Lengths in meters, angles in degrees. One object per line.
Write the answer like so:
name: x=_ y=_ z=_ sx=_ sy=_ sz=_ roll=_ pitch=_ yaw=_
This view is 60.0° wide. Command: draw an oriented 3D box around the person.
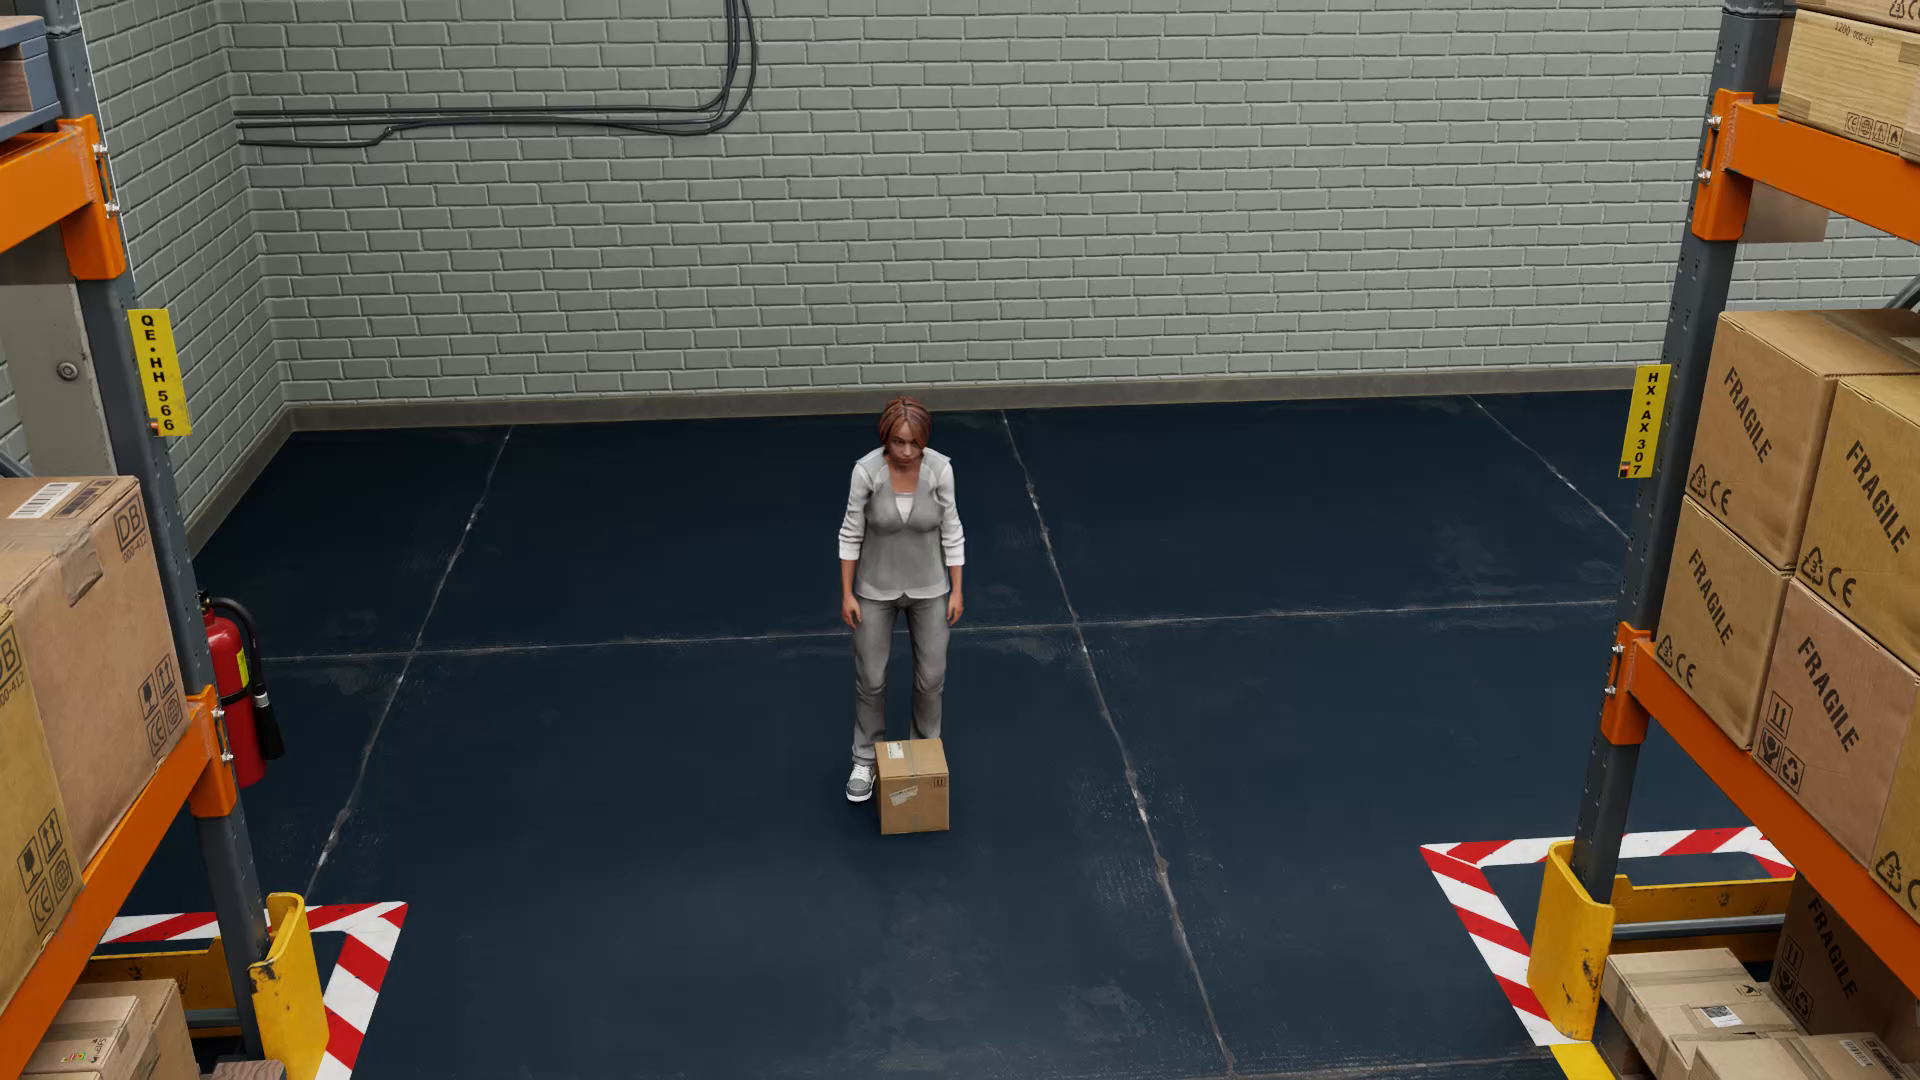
person: x=-0.213 y=0.211 z=6.143 sx=0.466 sy=1.593 sz=0.349 roll=-2 pitch=24 yaw=-6
